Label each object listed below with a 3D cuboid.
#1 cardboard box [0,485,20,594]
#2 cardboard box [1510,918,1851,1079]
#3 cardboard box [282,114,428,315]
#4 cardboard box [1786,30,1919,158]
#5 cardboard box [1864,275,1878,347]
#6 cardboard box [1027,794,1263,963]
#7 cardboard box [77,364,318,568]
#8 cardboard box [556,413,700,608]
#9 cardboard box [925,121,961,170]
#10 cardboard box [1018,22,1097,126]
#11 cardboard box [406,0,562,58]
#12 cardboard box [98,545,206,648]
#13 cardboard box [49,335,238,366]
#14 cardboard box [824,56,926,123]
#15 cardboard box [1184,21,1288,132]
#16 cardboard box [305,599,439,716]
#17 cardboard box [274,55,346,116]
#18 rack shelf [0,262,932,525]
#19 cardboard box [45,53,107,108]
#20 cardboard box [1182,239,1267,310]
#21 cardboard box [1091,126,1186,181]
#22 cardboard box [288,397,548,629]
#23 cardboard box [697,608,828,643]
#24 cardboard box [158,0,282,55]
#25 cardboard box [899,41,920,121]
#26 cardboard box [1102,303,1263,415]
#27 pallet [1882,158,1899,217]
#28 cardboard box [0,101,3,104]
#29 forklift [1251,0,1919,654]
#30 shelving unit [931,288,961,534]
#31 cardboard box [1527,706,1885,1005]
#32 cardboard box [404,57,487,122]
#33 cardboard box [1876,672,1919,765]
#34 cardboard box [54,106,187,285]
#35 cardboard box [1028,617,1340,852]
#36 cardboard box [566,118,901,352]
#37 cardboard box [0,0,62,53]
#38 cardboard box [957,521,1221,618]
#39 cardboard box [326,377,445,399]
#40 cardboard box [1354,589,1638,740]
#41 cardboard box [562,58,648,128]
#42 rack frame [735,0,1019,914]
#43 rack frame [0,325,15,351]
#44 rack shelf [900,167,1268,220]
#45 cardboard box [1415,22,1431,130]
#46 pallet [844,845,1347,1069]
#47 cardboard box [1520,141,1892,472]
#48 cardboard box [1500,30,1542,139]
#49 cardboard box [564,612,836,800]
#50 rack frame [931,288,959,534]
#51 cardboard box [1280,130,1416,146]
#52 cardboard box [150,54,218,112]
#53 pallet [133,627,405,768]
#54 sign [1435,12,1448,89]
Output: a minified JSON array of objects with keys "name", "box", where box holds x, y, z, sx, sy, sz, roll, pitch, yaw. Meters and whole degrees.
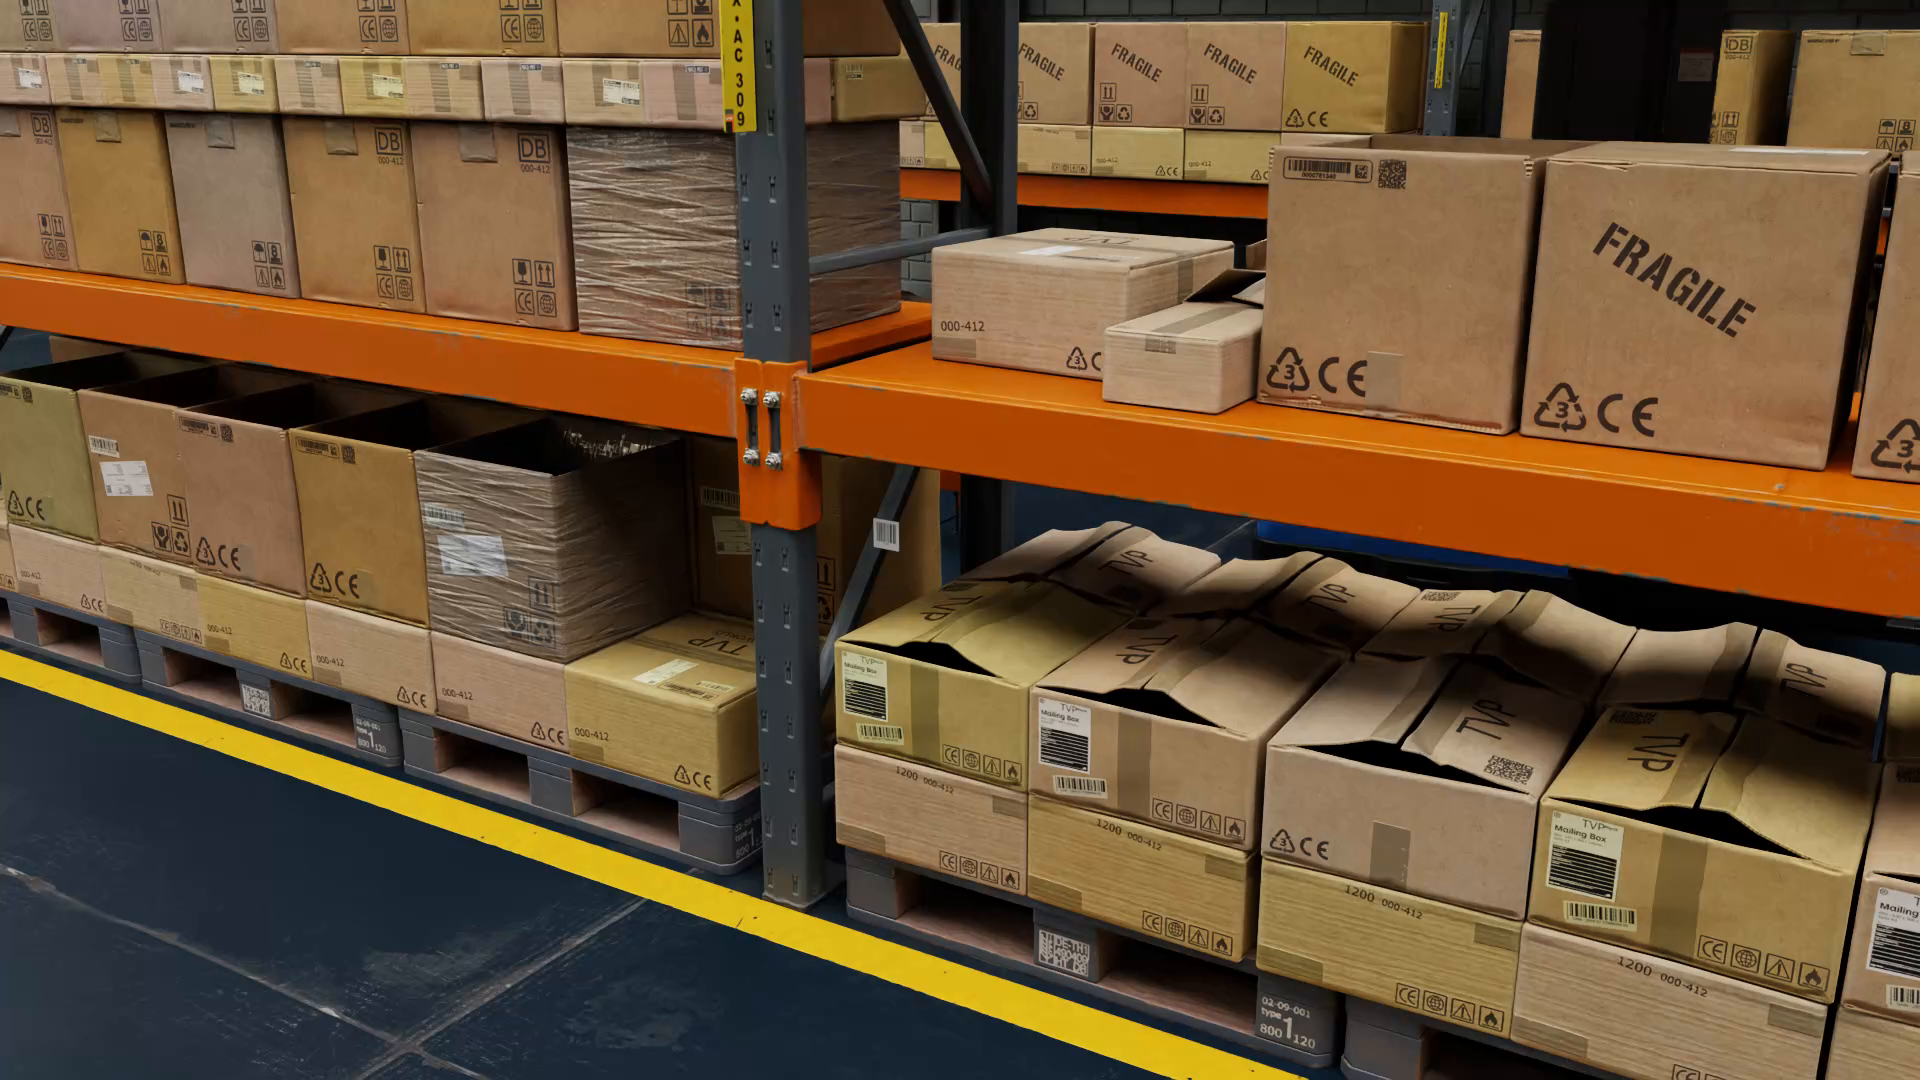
[{"name":"cardboard box","box":[-3.229,-0.037,5.850,0.500,0.250,0.500,10,20,30]},{"name":"cardboard box","box":[1.363,0.791,3.123,0.500,0.250,0.500,11,20,31]},{"name":"cardboard box","box":[-1.421,-0.949,4.674,0.500,0.500,0.700,10,20,31]},{"name":"cardboard box","box":[3.893,-1.901,7.048,0.500,0.500,0.700,13,21,38]},{"name":"cardboard box","box":[3.886,-1.028,7.359,0.500,0.250,0.500,9,19,28]},{"name":"cardboard box","box":[0.487,0.636,3.636,0.500,0.250,0.500,11,20,31]},{"name":"cardboard box","box":[-2.370,-0.247,5.252,0.500,0.500,0.500,10,20,30]},{"name":"cardboard box","box":[-0.823,-0.146,4.919,0.500,0.500,0.500,10,20,30]},{"name":"cardboard box","box":[0.150,-2.146,9.009,0.500,0.250,0.500,10,19,29]},{"name":"cardboard box","box":[0.568,-2.432,8.660,0.500,0.500,0.500,11,20,32]},{"name":"cardboard box","box":[-0.974,-1.491,4.224,0.500,0.500,0.700,10,20,30]},{"name":"cardboard box","box":[-2.376,0.114,5.352,0.500,0.250,0.500,10,20,30]},{"name":"cardboard box","box":[-2.957,-0.524,6.165,0.500,0.500,0.500,10,20,30]},{"name":"cardboard box","box":[-0.289,-1.127,4.142,0.250,0.149,0.380,10,20,30]},{"name":"cardboard box","box":[1.435,-2.274,8.139,0.500,0.500,0.500,10,20,30]},{"name":"cardboard box","box":[-1.526,0.268,4.848,0.500,0.250,0.500,10,20,30]},{"name":"cardboard box","box":[-1.587,-1.220,4.448,0.250,0.149,0.380,11,20,32]},{"name":"rack shelf","box":[-1.866,-0.640,5.064,4.000,0.370,1.077,10,20,30]},{"name":"cardboard box","box":[-2.468,-1.377,4.965,0.250,0.149,0.380,9,19,28]},{"name":"cardboard box","box":[0.684,-0.527,3.687,0.258,0.266,0.396,10,19,29]},{"name":"cardboard box","box":[1.009,-1.993,8.504,0.500,0.250,0.500,10,20,30]},{"name":"cardboard box","box":[-1.519,-0.094,4.749,0.500,0.500,0.500,10,20,30]},{"name":"cardboard box","box":[-0.398,0.289,4.776,0.500,0.250,0.500,10,20,30]},{"name":"cardboard box","box":[-1.826,-1.643,4.726,0.500,0.500,0.700,10,20,30]},{"name":"cardboard box","box":[-0.315,-2.588,9.172,0.500,0.500,0.500,10,20,30]},{"name":"cardboard box","box":[0.487,-0.374,3.384,0.250,0.149,0.380,10,20,30]},{"name":"pallet","box":[4.128,-1.498,6.982,1.213,0.211,1.003,10,20,30]},{"name":"cardboard box","box":[-2.910,-1.456,5.224,0.250,0.149,0.380,10,20,30]},{"name":"forklift","box":[2.598,-1.066,5.349,3.031,2.935,1.130,7,18,23]},{"name":"shelving unit","box":[0.046,-0.494,6.702,0.252,1.050,0.215,10,20,30]},{"name":"cardboard box","box":[1.371,0.525,3.037,0.500,0.311,0.500,11,20,32]},{"name":"cardboard box","box":[-1.164,-1.143,4.196,0.250,0.149,0.380,10,20,30]},{"name":"cardboard box","box":[2.069,0.467,3.228,0.500,0.311,0.500,10,19,29]},{"name":"cardboard box","box":[-2.309,-1.106,5.190,0.500,0.500,0.700,10,20,30]},{"name":"cardboard box","box":[0.484,0.369,3.550,0.500,0.311,0.500,10,19,29]},{"name":"cardboard box","box":[-0.543,-0.794,4.161,0.500,0.500,0.700,10,19,29]},{"name":"cardboard box","box":[-2.683,-1.796,5.229,0.500,0.500,0.700,10,19,29]},{"name":"cardboard box","box":[0.334,0.157,4.246,0.500,0.311,0.500,10,20,30]},{"name":"cardboard box","box":[-1.672,-0.300,5.425,0.500,0.500,0.500,10,20,30]},{"name":"cardboard box","box":[1.204,0.311,3.739,0.500,0.311,0.500,10,20,30]},{"name":"cardboard box","box":[-0.715,-1.064,3.936,0.250,0.149,0.380,10,19,29]},{"name":"rack frame","box":[-0.162,-0.680,3.958,0.127,3.000,1.000,10,20,30]},{"name":"rack frame","box":[-3.570,-1.288,5.961,0.127,3.000,1.000,10,20,30]},{"name":"rack shelf","box":[0.724,-1.867,9.105,4.000,0.370,1.077,10,20,30]},{"name":"cardboard box","box":[2.137,-2.327,8.315,0.500,0.500,0.500,10,19,29]},{"name":"pallet","box":[0.487,0.757,4.026,1.213,0.211,1.003,10,20,30]},{"name":"cardboard box","box":[1.360,-0.450,3.031,0.500,0.500,0.500,10,20,30]},{"name":"cardboard box","box":[2.844,-2.080,7.638,0.500,0.500,0.700,10,20,30]},{"name":"cardboard box","box":[-0.671,0.418,4.351,0.500,0.250,0.500,10,20,30]},{"name":"rack frame","box":[-0.058,-0.513,6.763,0.008,1.050,0.200,10,20,30]},{"name":"cardboard box","box":[1.866,-1.842,8.008,0.500,0.250,0.500,10,20,30]},{"name":"cardboard box","box":[-2.039,-1.299,4.710,0.250,0.149,0.380,10,20,31]},{"name":"pallet","box":[-1.861,0.338,5.406,1.213,0.211,1.003,10,20,30]},{"name":"sign","box":[2.150,-2.186,7.427,0.005,0.325,0.100,10,20,30]}]
